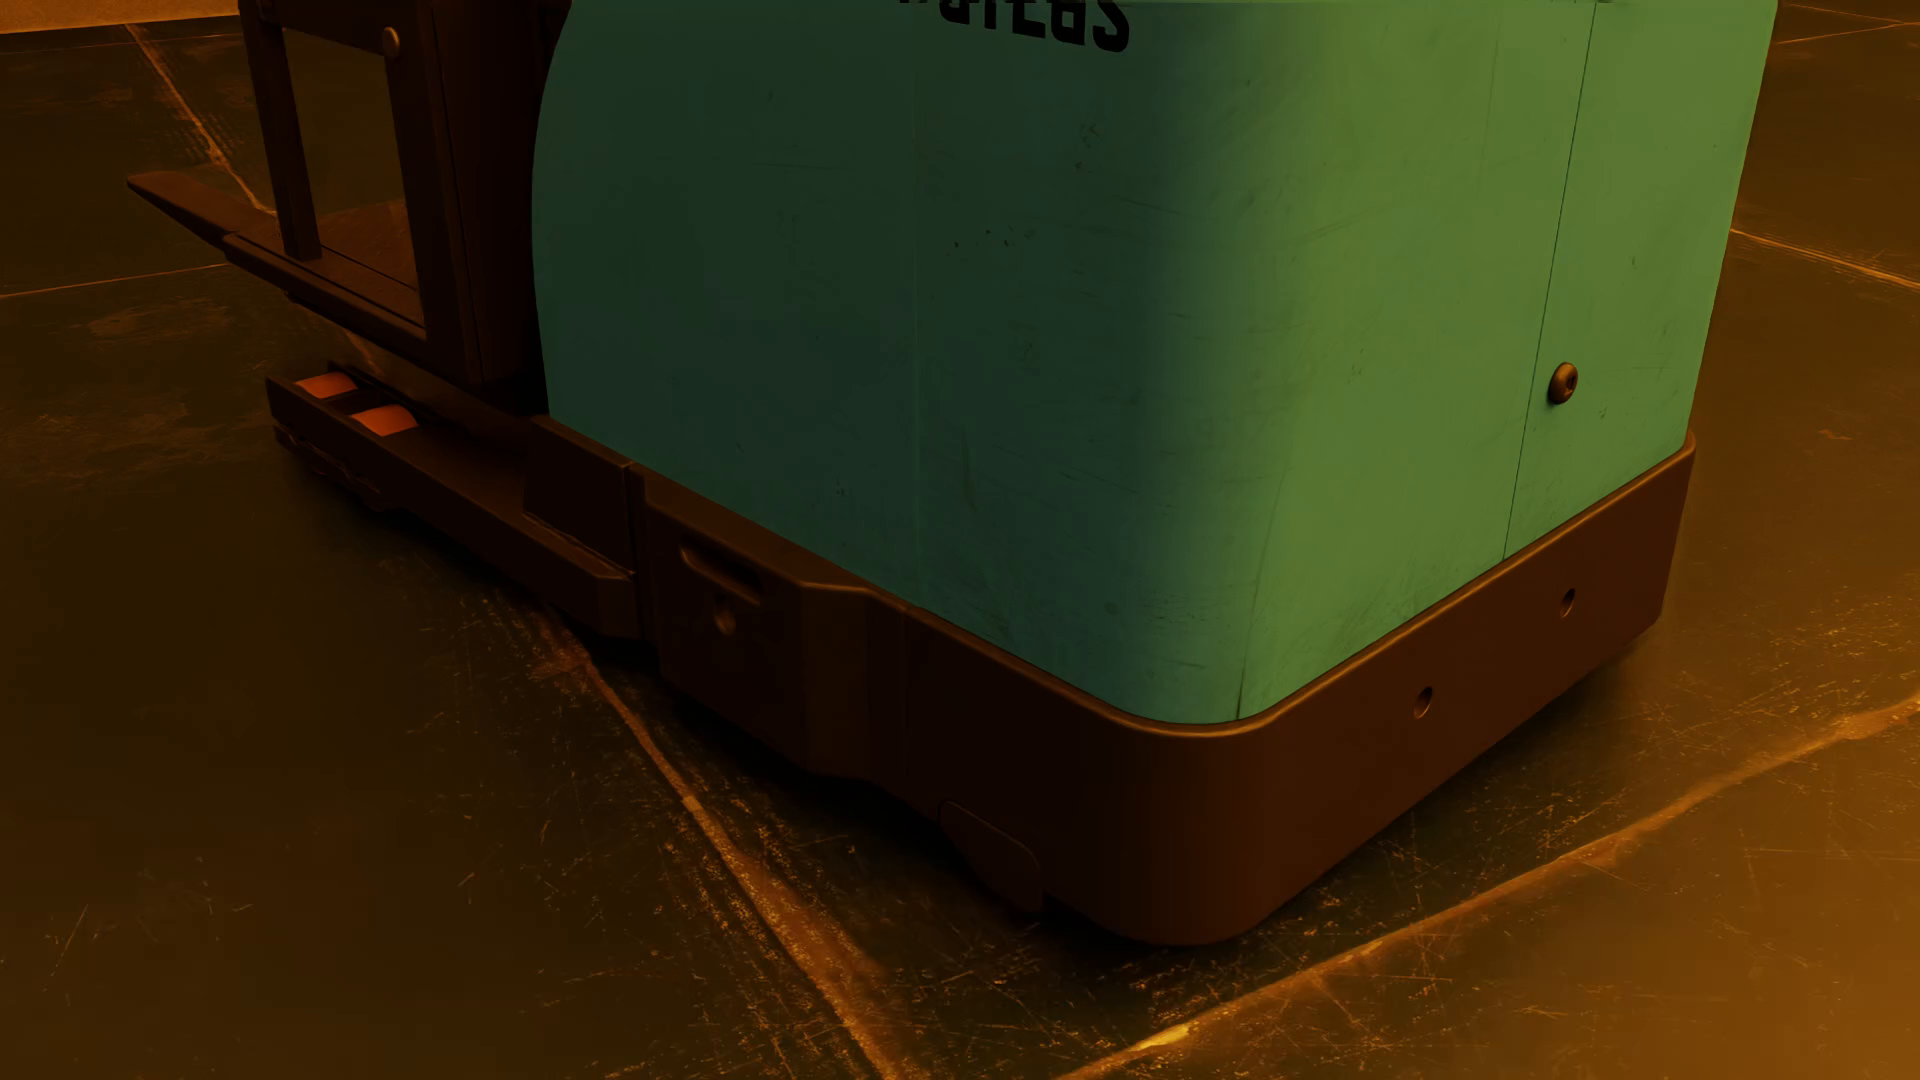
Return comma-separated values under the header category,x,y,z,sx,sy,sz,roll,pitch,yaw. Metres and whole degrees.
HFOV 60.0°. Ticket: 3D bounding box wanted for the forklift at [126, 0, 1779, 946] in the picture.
category,x,y,z,sx,sy,sz,roll,pitch,yaw
forklift,-0.472,-1.493,2.203,1.130,2.935,3.031,-24,35,-38
